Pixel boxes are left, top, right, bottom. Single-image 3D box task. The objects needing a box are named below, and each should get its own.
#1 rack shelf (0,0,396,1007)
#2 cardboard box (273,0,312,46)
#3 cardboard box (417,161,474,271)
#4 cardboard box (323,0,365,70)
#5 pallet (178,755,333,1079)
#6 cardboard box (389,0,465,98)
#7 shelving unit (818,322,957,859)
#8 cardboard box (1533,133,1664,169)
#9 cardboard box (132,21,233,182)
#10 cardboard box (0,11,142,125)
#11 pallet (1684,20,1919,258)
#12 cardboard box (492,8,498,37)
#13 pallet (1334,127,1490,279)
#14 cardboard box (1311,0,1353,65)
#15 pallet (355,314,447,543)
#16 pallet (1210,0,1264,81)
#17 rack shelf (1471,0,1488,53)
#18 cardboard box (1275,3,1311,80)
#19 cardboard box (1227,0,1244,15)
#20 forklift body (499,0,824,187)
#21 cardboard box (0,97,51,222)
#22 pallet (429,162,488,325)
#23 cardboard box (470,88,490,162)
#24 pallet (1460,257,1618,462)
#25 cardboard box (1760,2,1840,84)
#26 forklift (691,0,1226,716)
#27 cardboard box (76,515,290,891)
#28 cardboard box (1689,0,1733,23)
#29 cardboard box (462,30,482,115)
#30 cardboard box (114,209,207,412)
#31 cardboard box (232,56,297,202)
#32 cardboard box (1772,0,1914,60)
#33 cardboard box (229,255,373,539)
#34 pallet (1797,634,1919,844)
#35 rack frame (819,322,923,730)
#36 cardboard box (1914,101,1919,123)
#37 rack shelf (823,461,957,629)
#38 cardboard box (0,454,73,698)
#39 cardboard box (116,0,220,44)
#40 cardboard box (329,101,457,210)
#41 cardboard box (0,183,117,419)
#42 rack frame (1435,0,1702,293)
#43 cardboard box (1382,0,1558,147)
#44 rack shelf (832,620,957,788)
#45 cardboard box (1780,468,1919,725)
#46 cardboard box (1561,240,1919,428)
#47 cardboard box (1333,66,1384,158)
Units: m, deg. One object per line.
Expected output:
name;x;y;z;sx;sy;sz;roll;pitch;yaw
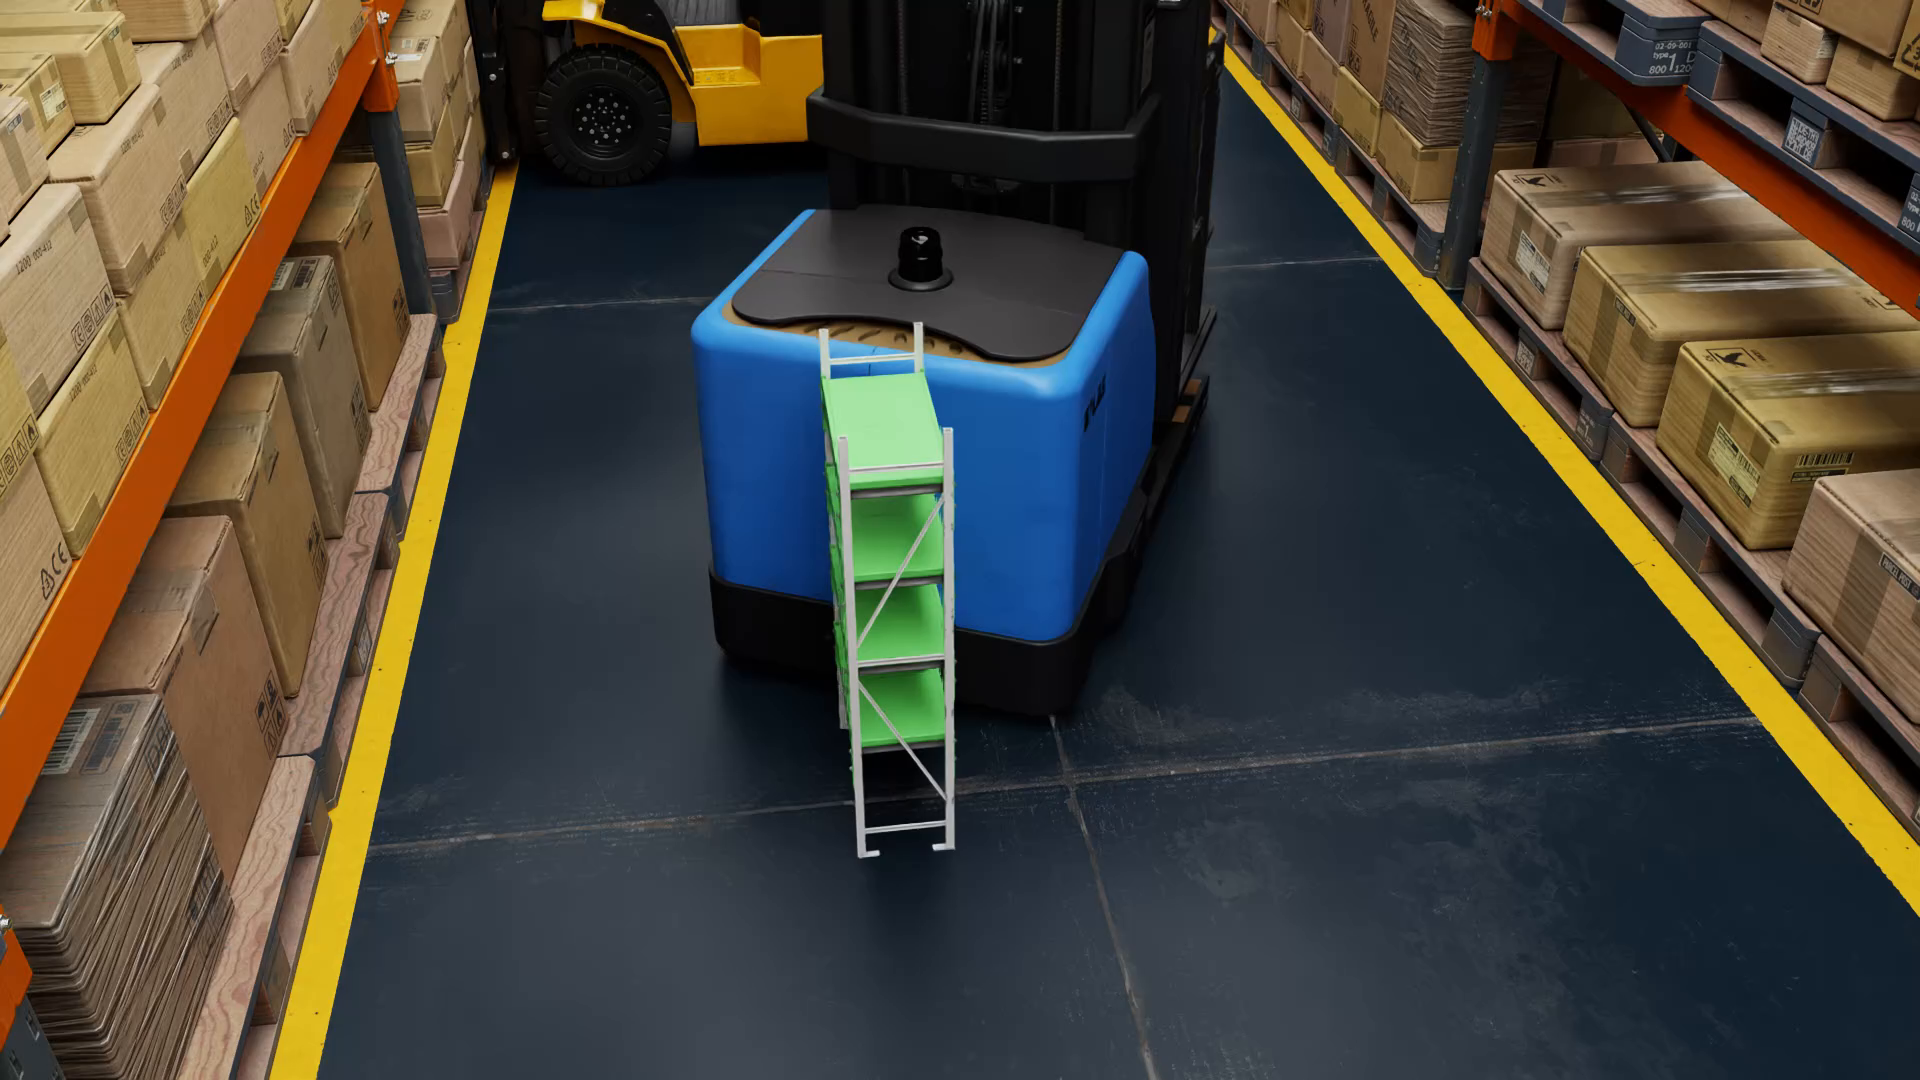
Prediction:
rack shelf;-2.199;-0.518;3.985;1.077;0.370;4.000;-4;35;-6
cardboard box;-2.072;-1.535;4.527;0.500;0.250;0.500;-5;35;-8
cardboard box;-2.205;-1.263;6.509;0.500;0.250;0.500;-4;34;-6
cardboard box;-2.141;-1.608;5.079;0.500;0.250;0.500;-4;34;-5
pallet;-2.002;0.991;3.608;1.003;0.211;1.213;-4;35;-6
cardboard box;-2.280;-1.961;6.645;0.500;0.250;0.500;-4;35;-6
shelving unit;-0.170;0.140;3.980;0.258;1.200;0.503;-5;35;-7
cardboard box;2.639;-1.696;7.144;0.500;0.250;0.500;-6;35;-9
cardboard box;-1.960;-0.966;3.693;0.500;0.250;0.500;-4;34;-6
cardboard box;-1.865;-0.928;3.283;0.380;0.149;0.250;-4;34;-5
pallet;2.682;-1.099;4.370;1.003;0.211;1.213;-4;35;-6
cardboard box;-2.483;-2.592;8.015;0.500;0.250;0.500;-5;35;-7
pallet;2.325;-1.529;7.306;1.003;0.211;1.213;-4;35;-6
cardboard box;1.965;-2.534;7.708;0.500;0.500;0.500;-3;34;-4
pallet;-2.330;-0.371;5.606;1.003;0.211;1.213;-4;35;-6
pallet;1.997;-2.890;9.304;1.003;0.211;1.213;-4;35;-6
rack shelf;2.182;-3.128;7.815;1.077;0.370;4.000;-4;35;-6
cardboard box;1.894;-2.518;8.351;0.500;0.250;0.500;-2;34;-3
cardboard box;1.747;-3.107;9.215;0.500;0.250;0.500;-5;35;-7
forklift body;-0.943;-2.892;7.584;2.313;2.155;1.214;-4;35;-6
cardboard box;-1.825;-0.644;2.866;0.380;0.149;0.250;-4;34;-6
pallet;-2.533;-1.226;6.861;1.003;0.211;1.213;-4;35;-6
cardboard box;-2.373;-1.831;7.342;0.500;0.250;0.500;-4;34;-6
pallet;2.557;-0.722;6.123;1.003;0.211;1.213;-4;35;-6
cardboard box;2.359;-1.317;4.369;0.380;0.149;0.250;-3;34;-5
forklift;0.240;-1.569;4.950;1.130;2.935;3.031;10;36;15
cardboard box;-2.096;0.396;3.742;0.875;0.625;0.625;-3;34;-5
cardboard box;2.344;-1.607;4.795;0.380;0.149;0.250;-4;34;-6
cardboard box;-2.353;-2.031;7.191;0.500;0.250;0.500;-5;35;-7
cardboard box;-1.886;-0.471;3.411;0.500;0.250;0.500;-5;35;-8
cardboard box;-2.031;-1.048;4.258;0.500;0.250;0.500;-4;34;-6
cardboard box;2.430;-1.521;4.093;0.500;0.500;0.500;-6;35;-8
cardboard box;-2.290;-0.399;4.908;0.875;0.625;0.625;-5;35;-7
pallet;2.885;0.639;4.125;1.003;0.211;1.213;-4;35;-6
rack frame;-0.206;0.004;4.179;0.240;1.200;0.015;-5;35;-7
cardboard box;2.539;-1.036;3.957;0.380;0.149;0.250;-4;34;-6
rack shelf;-0.170;-0.006;3.880;0.258;0.148;0.480;-5;35;-7
cardboard box;-1.747;0.097;2.577;0.500;0.250;0.500;-4;35;-6
cardboard box;-1.888;-1.214;3.703;0.380;0.149;0.250;-5;35;-8
cardboard box;-2.227;-1.468;6.366;0.500;0.250;0.500;-5;35;-7
cardboard box;-1.813;-0.389;2.847;0.500;0.250;0.500;-3;34;-5
rack frame;2.451;-2.309;5.975;1.000;3.000;0.127;-4;35;-6
cardboard box;2.105;-1.966;6.874;0.500;0.500;0.500;-5;35;-7
rack shelf;-0.170;0.391;4.151;0.258;0.148;0.480;-5;35;-7
cardboard box;2.815;0.108;4.388;0.950;0.372;0.625;-5;35;-7
cardboard box;2.624;-0.703;5.579;0.950;0.372;0.625;-2;34;-3
cardboard box;2.023;-1.952;7.520;0.500;0.250;0.500;-5;35;-8
